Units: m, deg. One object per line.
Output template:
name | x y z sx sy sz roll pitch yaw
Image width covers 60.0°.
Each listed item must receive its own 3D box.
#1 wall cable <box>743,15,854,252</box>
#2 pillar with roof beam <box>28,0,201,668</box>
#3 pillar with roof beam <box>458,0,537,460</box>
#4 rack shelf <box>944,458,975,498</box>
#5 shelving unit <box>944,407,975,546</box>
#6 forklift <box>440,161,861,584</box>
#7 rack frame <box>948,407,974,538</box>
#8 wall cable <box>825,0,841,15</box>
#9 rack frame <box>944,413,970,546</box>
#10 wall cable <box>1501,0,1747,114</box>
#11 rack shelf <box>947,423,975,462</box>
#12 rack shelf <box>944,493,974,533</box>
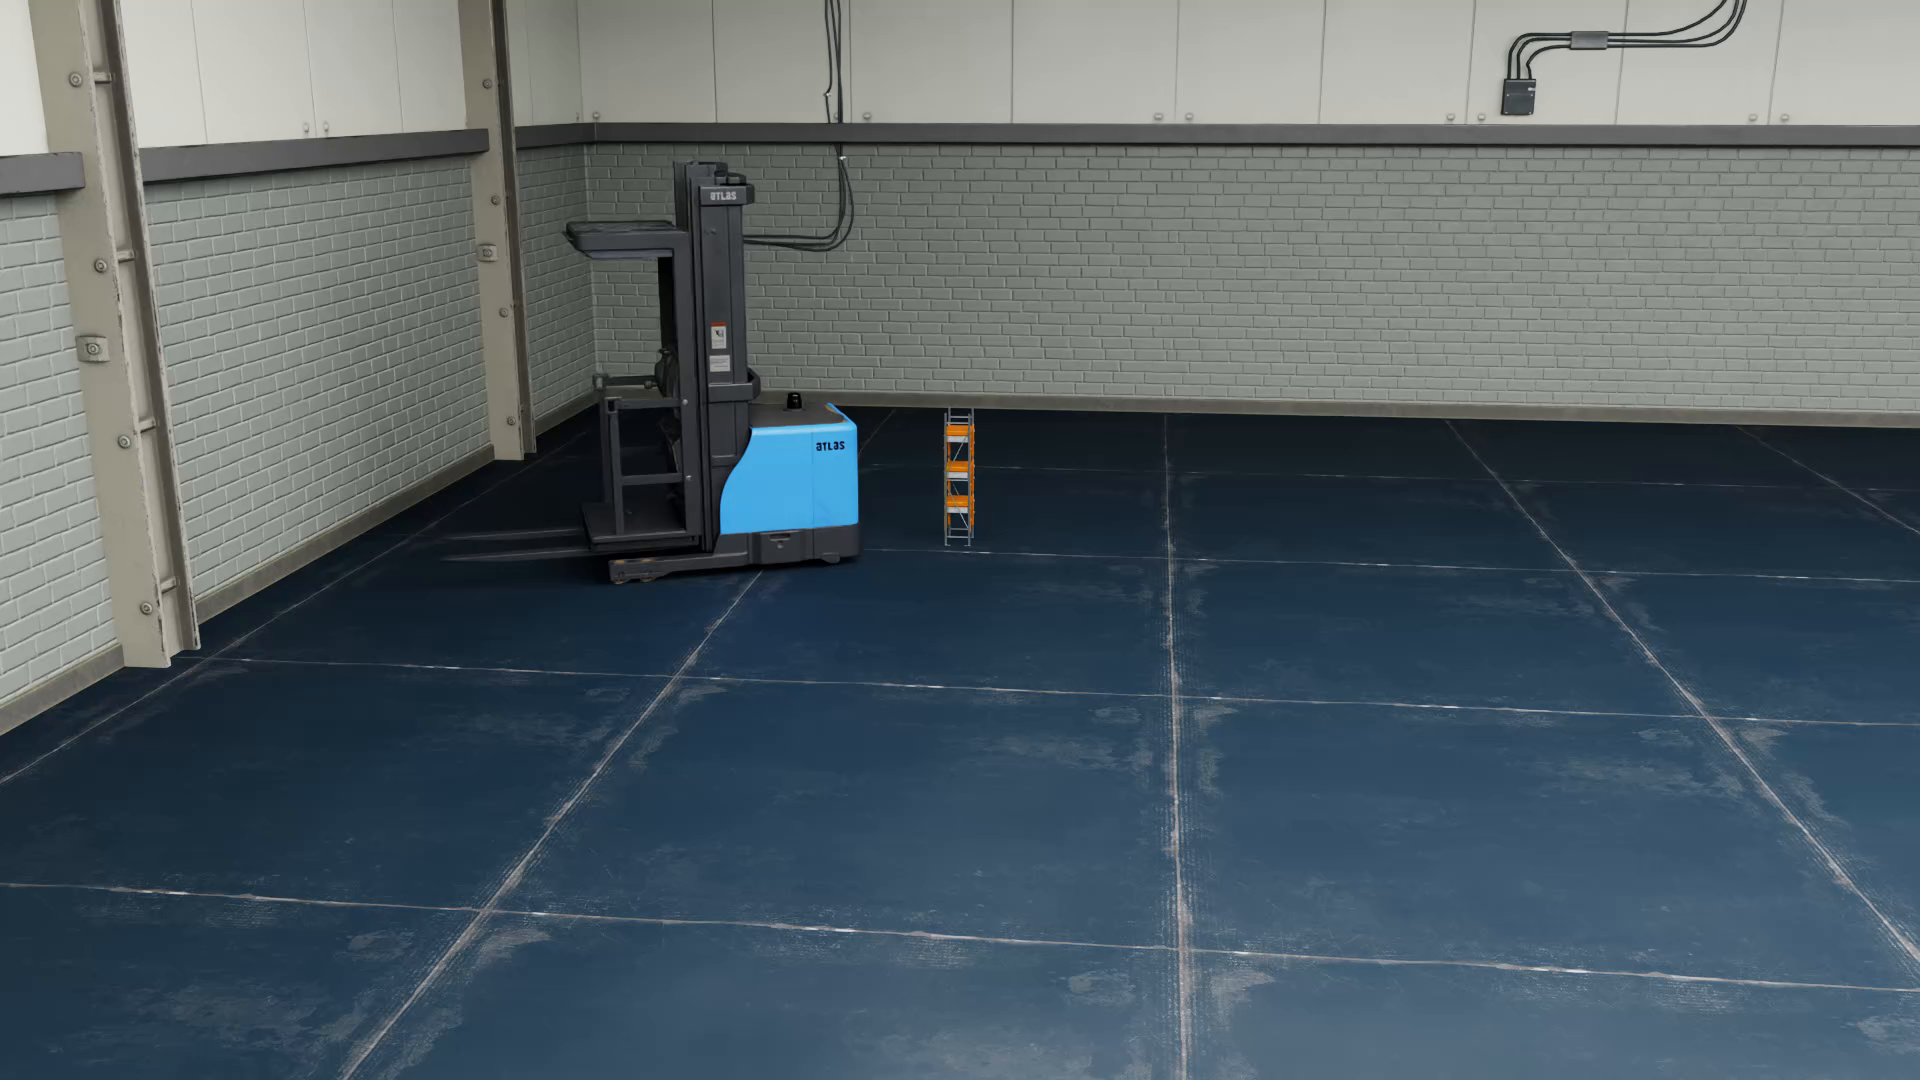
wall cable | -2.699 -4.394 18.122 3.097 2.526 0.112 2 15 6
pillar with roof beam | -0.745 -3.485 8.811 9.100 9.000 0.400 2 15 6
pillar with roof beam | -0.068 -5.041 14.566 9.100 9.000 0.400 2 15 6
rack shelf | -0.006 -0.483 12.976 0.215 0.259 0.240 2 15 6
shelving unit | -0.006 -0.493 12.974 0.215 1.050 0.252 2 15 6
forklift | -2.323 -1.251 12.175 3.031 2.935 1.130 -4 16 -16
rack frame | 0.008 -0.525 13.091 0.200 1.050 0.008 2 15 6
wall cable | -0.011 -6.752 17.168 3.097 2.526 0.112 2 15 6
rack frame | -0.020 -0.461 12.857 0.200 1.050 0.008 2 15 6
wall cable | 6.732 -7.251 16.223 2.305 6.003 0.169 2 15 6
rack shelf | -0.006 -0.757 12.902 0.215 0.259 0.240 2 15 6
rack shelf | -0.006 -0.214 13.049 0.215 0.259 0.240 2 15 6
